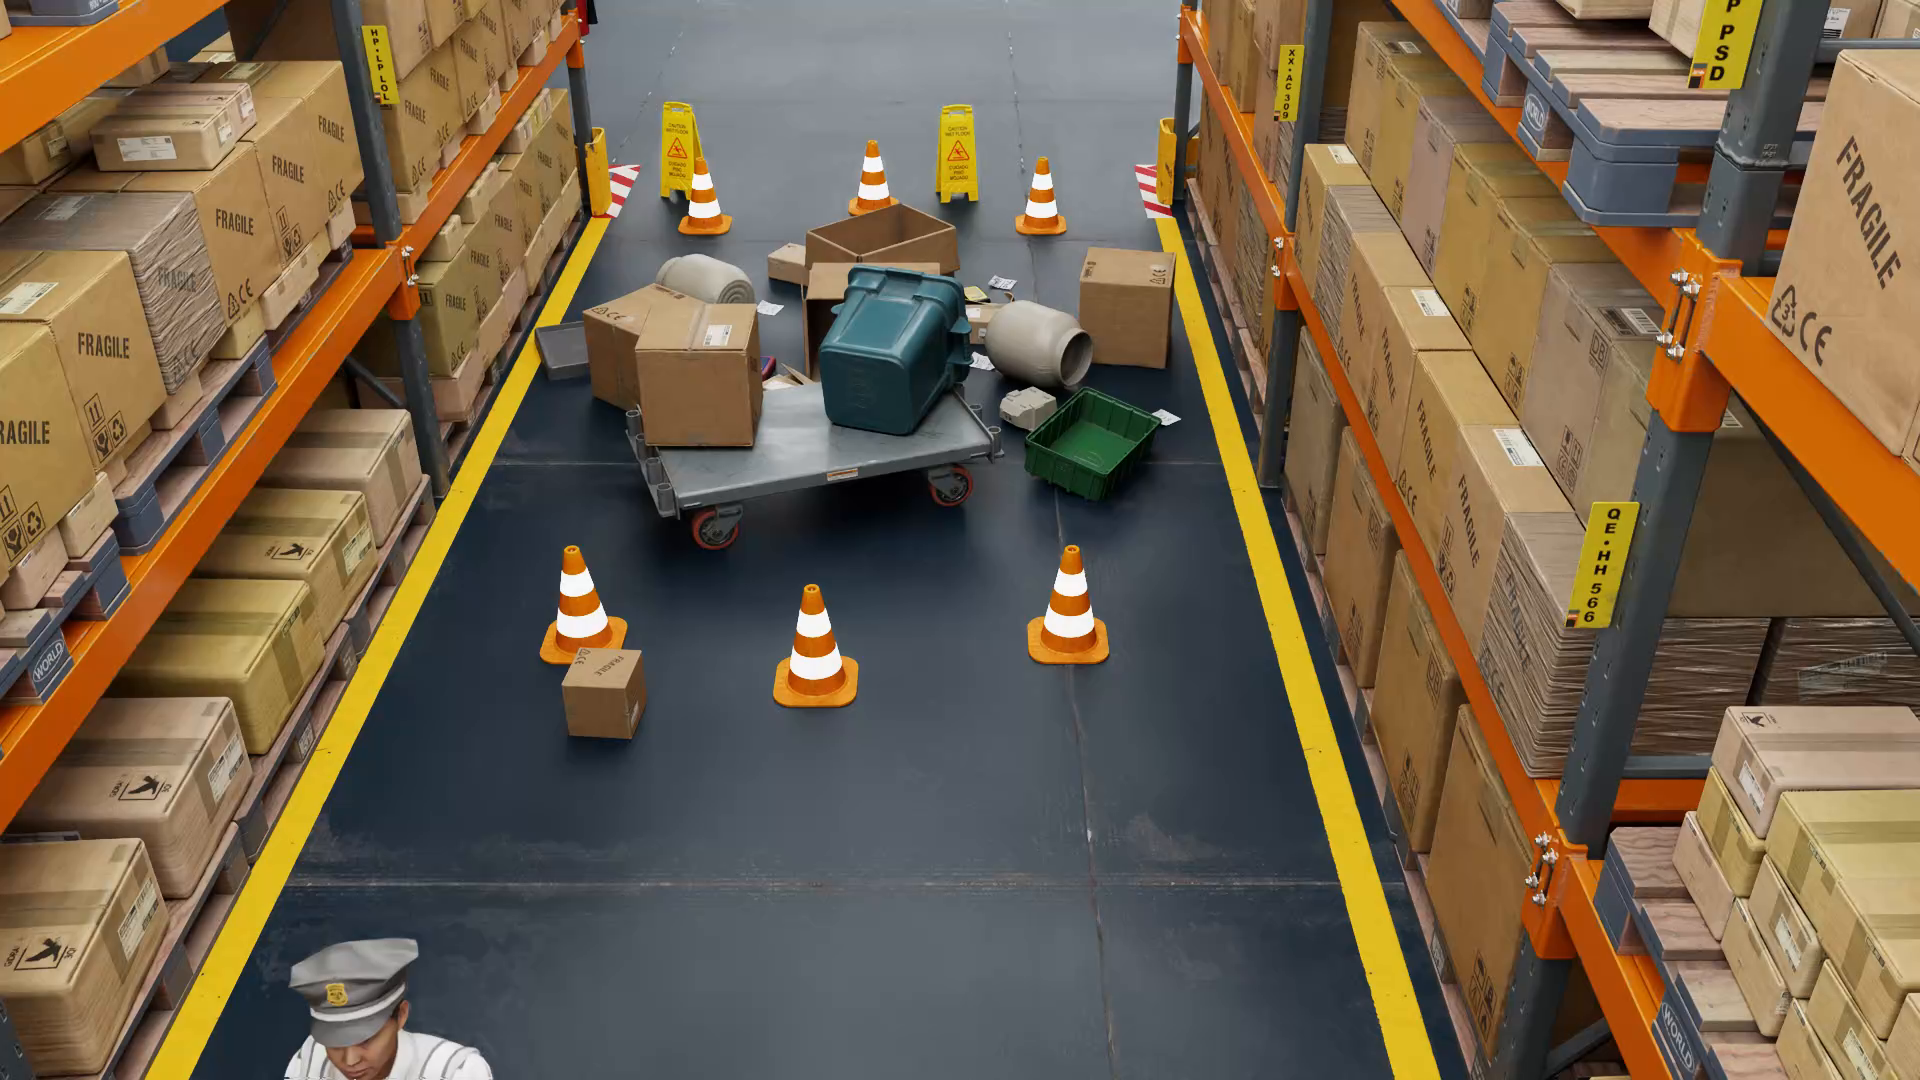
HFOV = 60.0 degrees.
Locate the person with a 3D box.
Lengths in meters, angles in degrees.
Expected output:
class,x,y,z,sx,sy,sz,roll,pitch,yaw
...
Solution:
class,x,y,z,sx,sy,sz,roll,pitch,yaw
person,-1.217,1.540,3.588,0.495,1.630,0.971,5,32,9
